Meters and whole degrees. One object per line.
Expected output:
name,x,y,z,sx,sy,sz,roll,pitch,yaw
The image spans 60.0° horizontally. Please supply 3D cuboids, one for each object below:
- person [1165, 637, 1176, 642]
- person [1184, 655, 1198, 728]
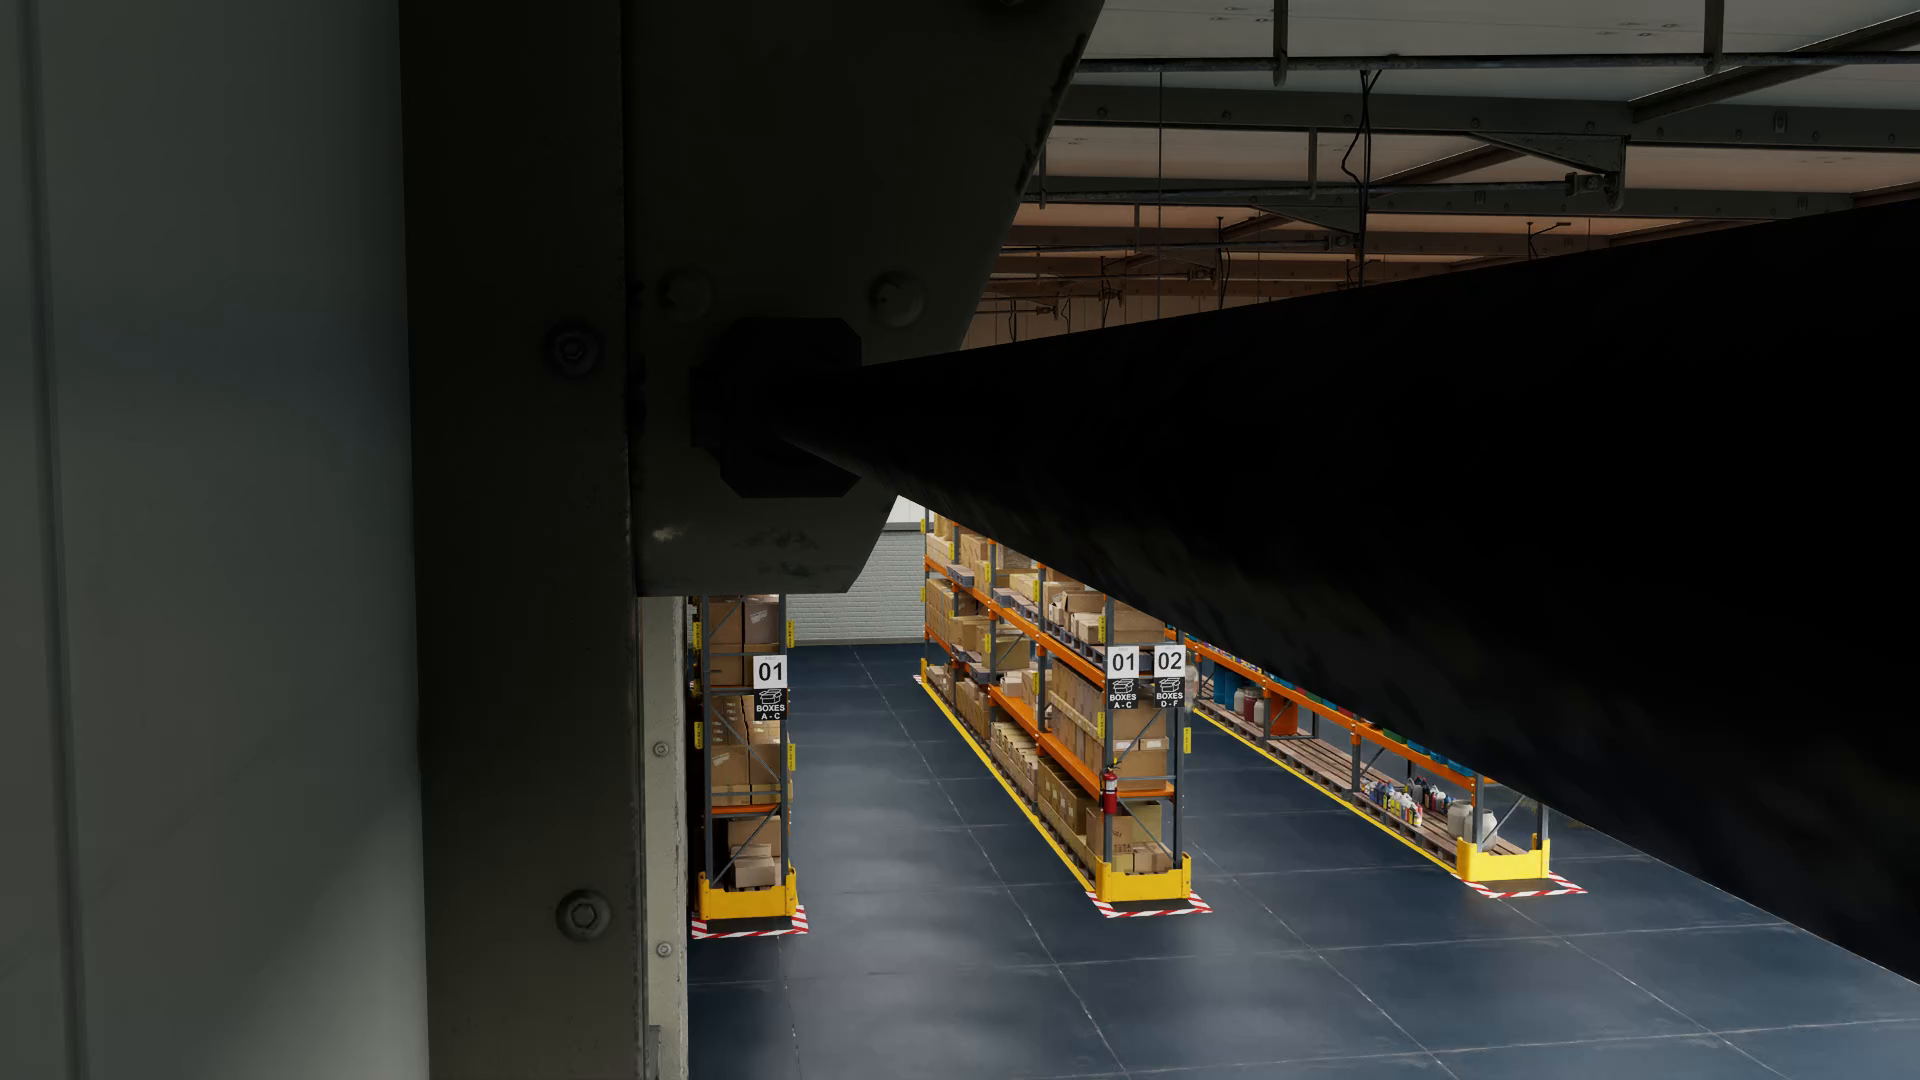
person,5.007,2.026,39.115,0.689,1.729,0.746,0,5,3
person,4.073,2.873,30.303,0.562,1.621,0.861,0,5,-4
